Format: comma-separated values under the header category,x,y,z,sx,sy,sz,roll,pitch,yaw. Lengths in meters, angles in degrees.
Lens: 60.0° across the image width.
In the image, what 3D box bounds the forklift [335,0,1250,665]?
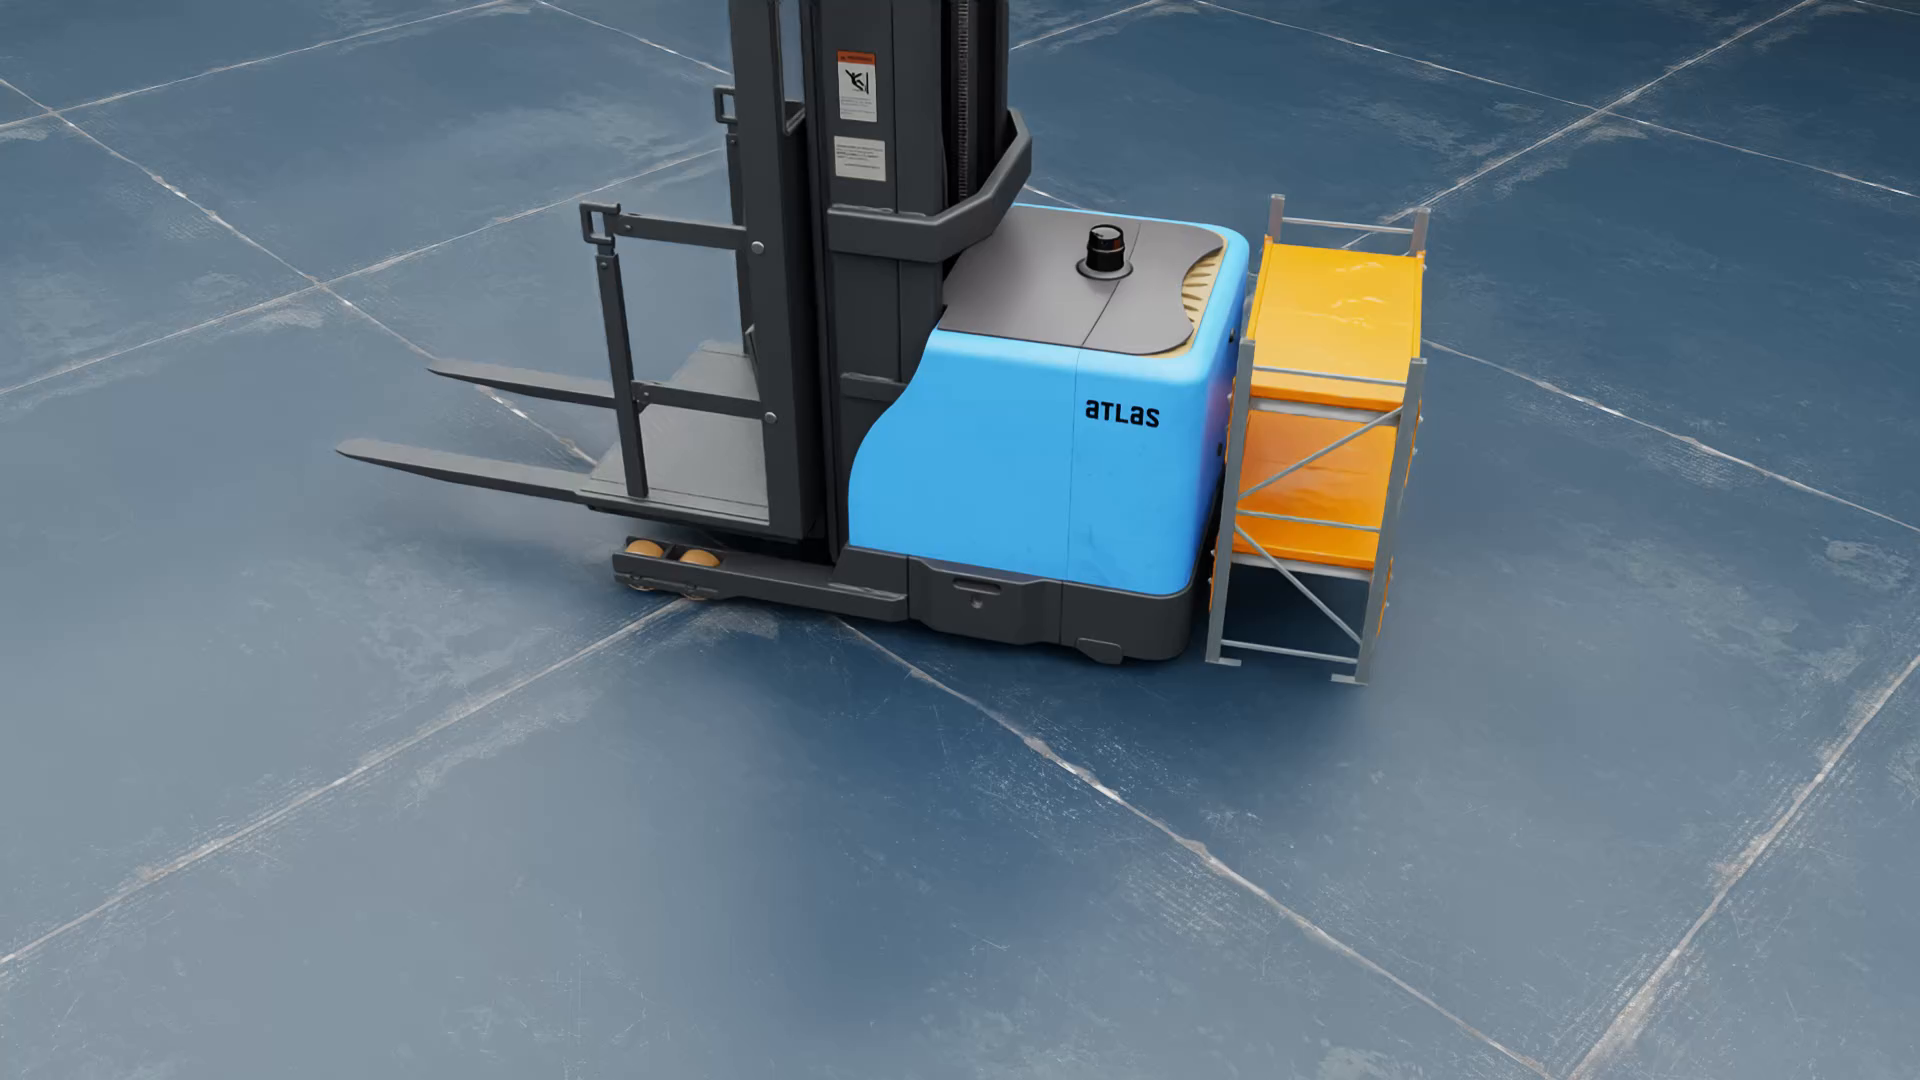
category,x,y,z,sx,sy,sz,roll,pitch,yaw
forklift,-0.641,-1.283,5.028,3.031,2.935,1.130,9,36,13

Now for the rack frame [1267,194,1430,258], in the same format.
category,x,y,z,sx,sy,sz,roll,pitch,yaw
rack frame,1.251,-0.619,5.653,0.500,1.125,0.032,8,36,11

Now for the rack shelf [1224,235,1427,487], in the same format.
category,x,y,z,sx,sy,sz,roll,pitch,yaw
rack shelf,1.132,-0.576,5.081,0.538,0.278,1.000,8,36,11

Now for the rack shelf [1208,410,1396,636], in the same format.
category,x,y,z,sx,sy,sz,roll,pitch,yaw
rack shelf,1.132,-0.135,5.388,0.538,0.278,1.000,8,36,11

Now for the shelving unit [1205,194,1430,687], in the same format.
category,x,y,z,sx,sy,sz,roll,pitch,yaw
shelving unit,1.132,-0.336,5.248,0.538,1.125,1.048,8,36,11

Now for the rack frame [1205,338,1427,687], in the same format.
category,x,y,z,sx,sy,sz,roll,pitch,yaw
rack frame,1.013,-0.053,4.843,0.500,1.125,0.032,8,36,11
